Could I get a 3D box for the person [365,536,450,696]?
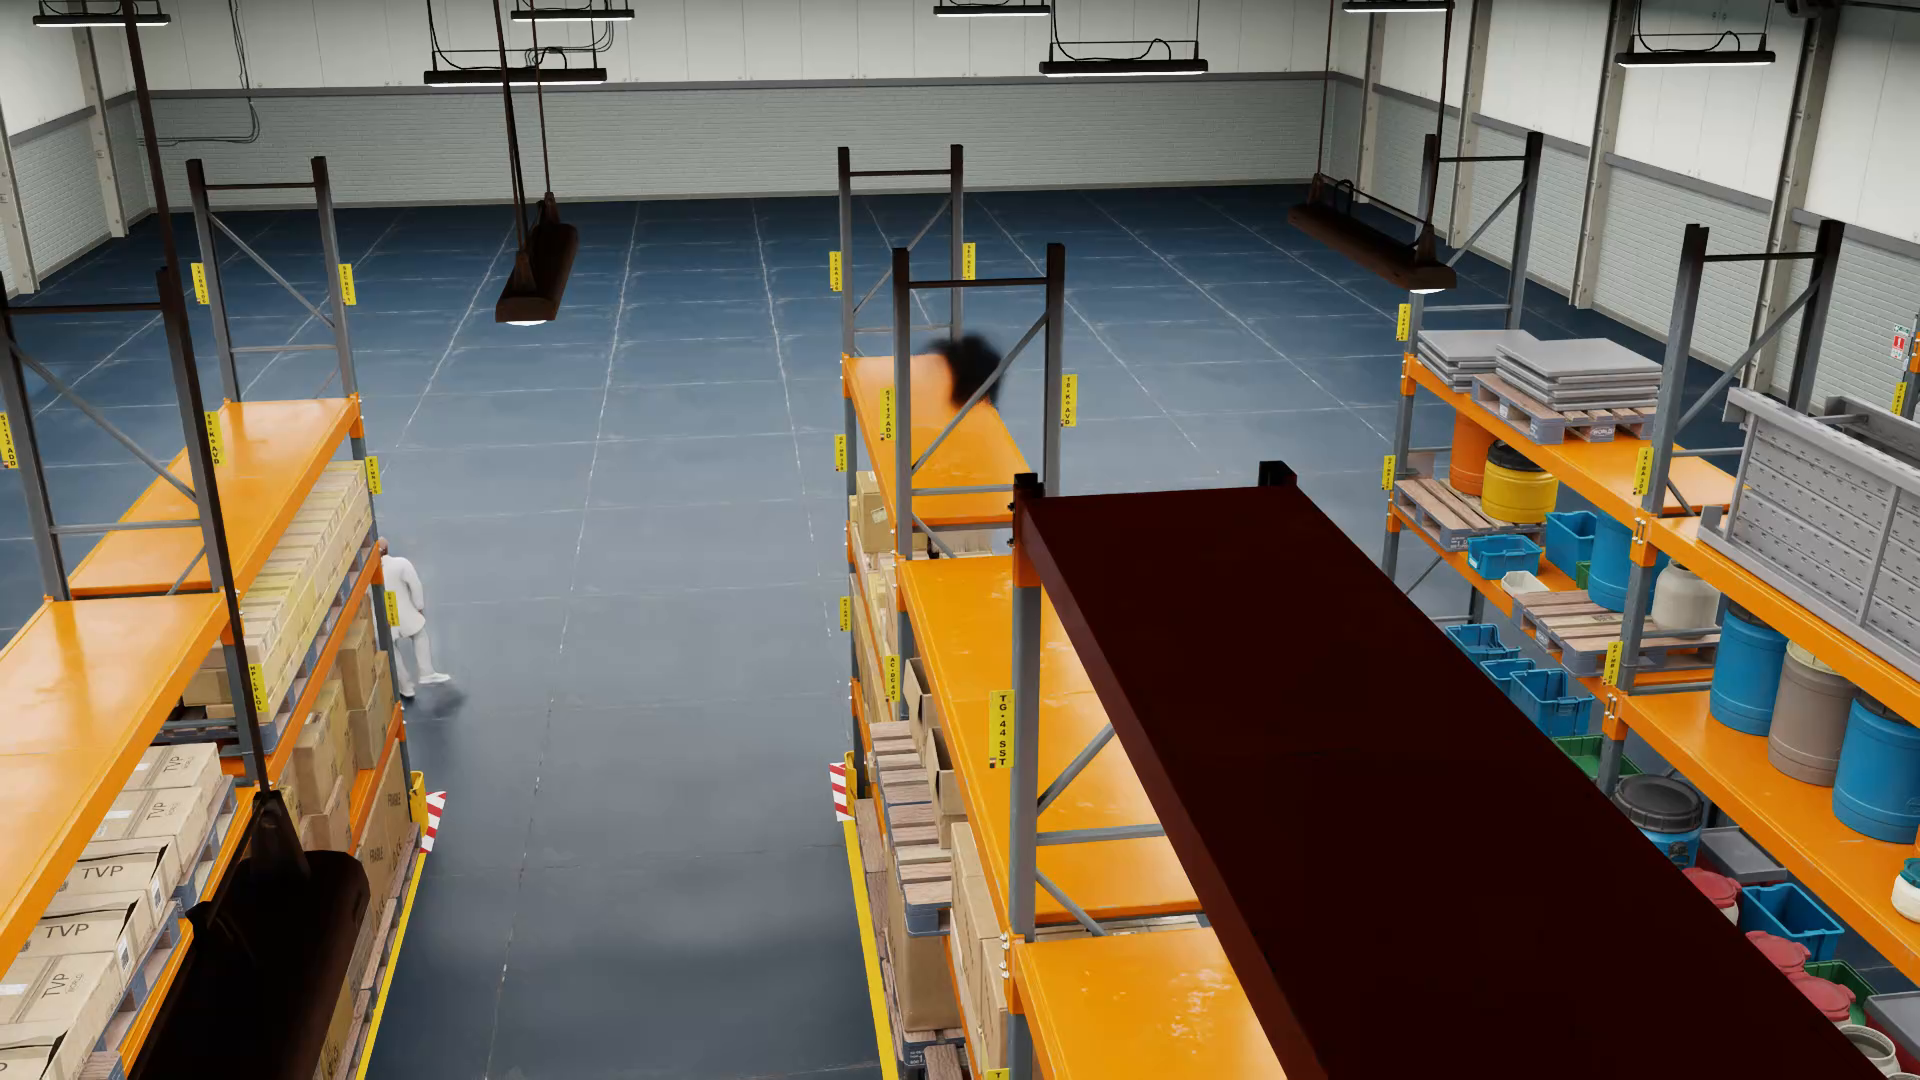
[{"bbox_3d":[-5.886,0.745,17.390,0.823,1.745,0.605,-12,25,-28],"label":"person"}]
